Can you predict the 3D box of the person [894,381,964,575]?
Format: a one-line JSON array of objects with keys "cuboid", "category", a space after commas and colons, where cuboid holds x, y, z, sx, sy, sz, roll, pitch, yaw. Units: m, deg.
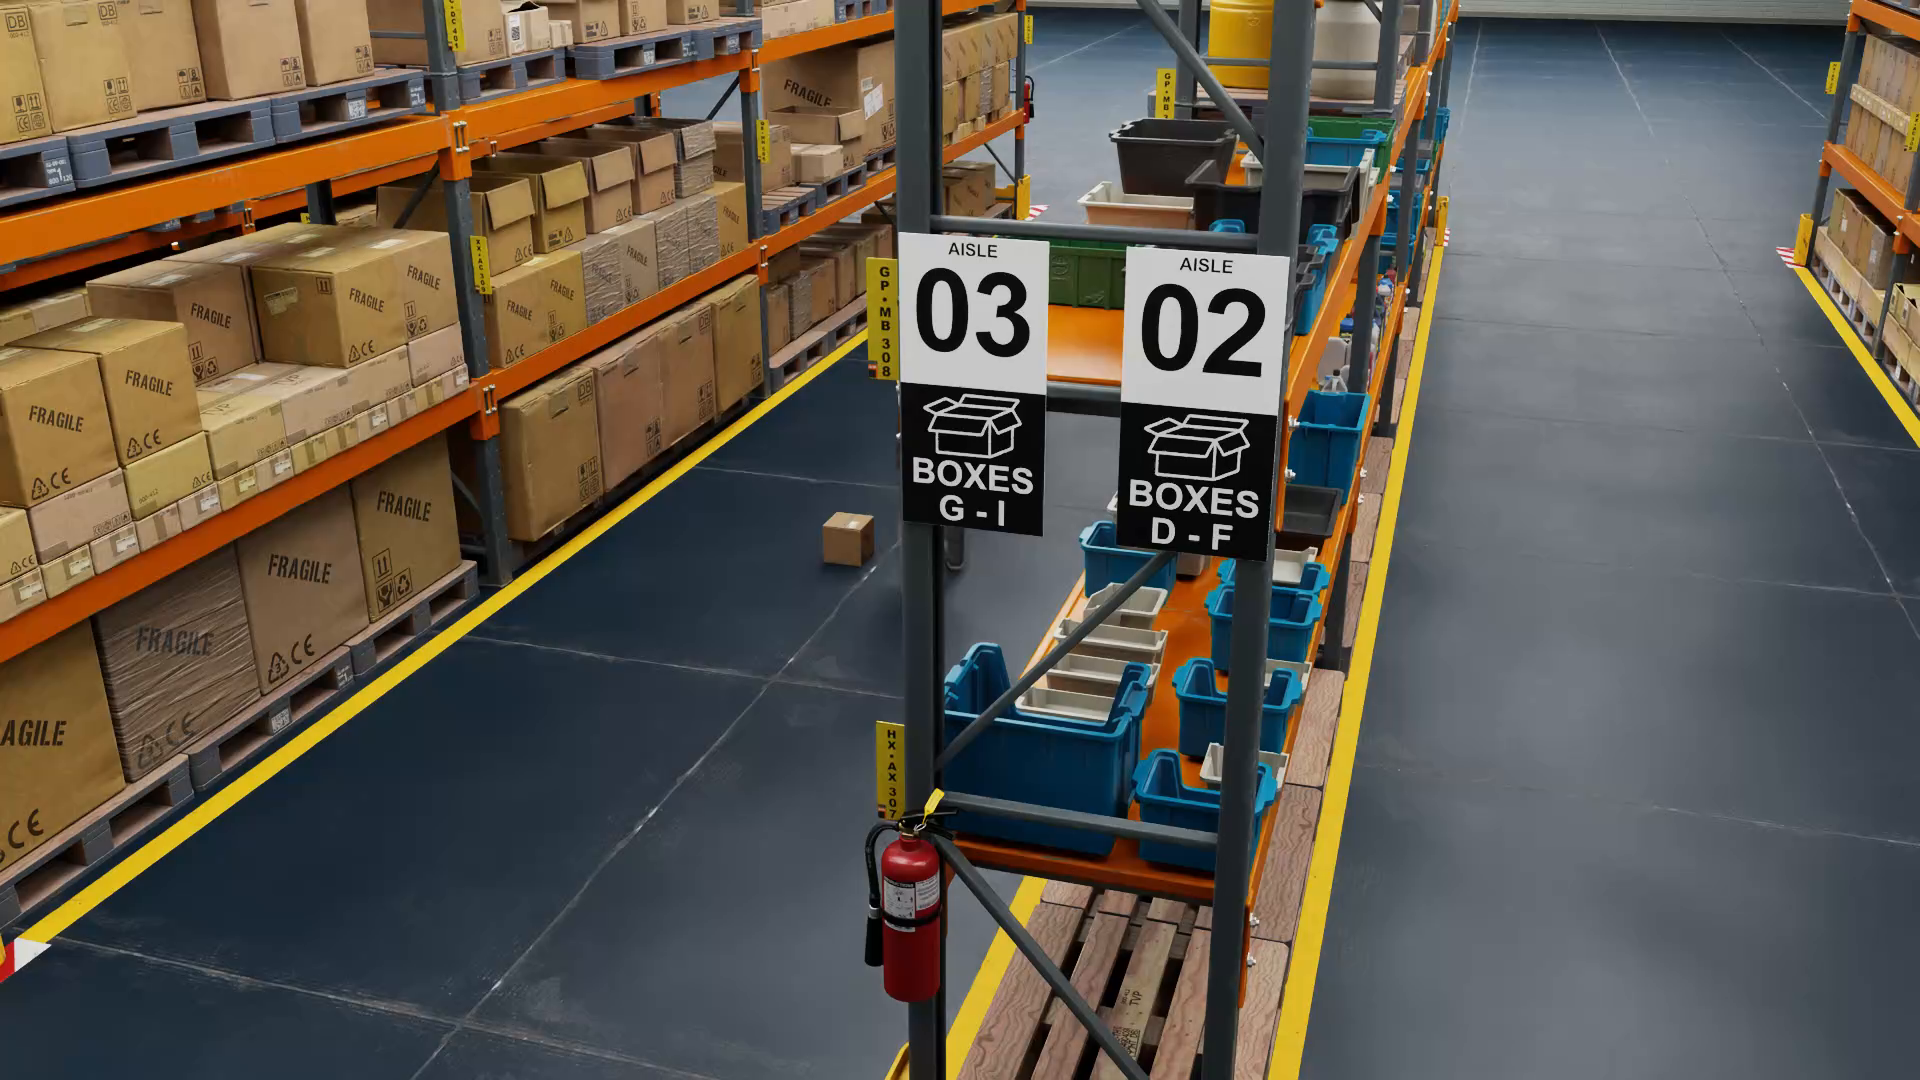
[{"cuboid": [-0.177, -0.577, 9.978, 0.474, 1.681, 0.499, -7, 23, -16], "category": "person"}]
